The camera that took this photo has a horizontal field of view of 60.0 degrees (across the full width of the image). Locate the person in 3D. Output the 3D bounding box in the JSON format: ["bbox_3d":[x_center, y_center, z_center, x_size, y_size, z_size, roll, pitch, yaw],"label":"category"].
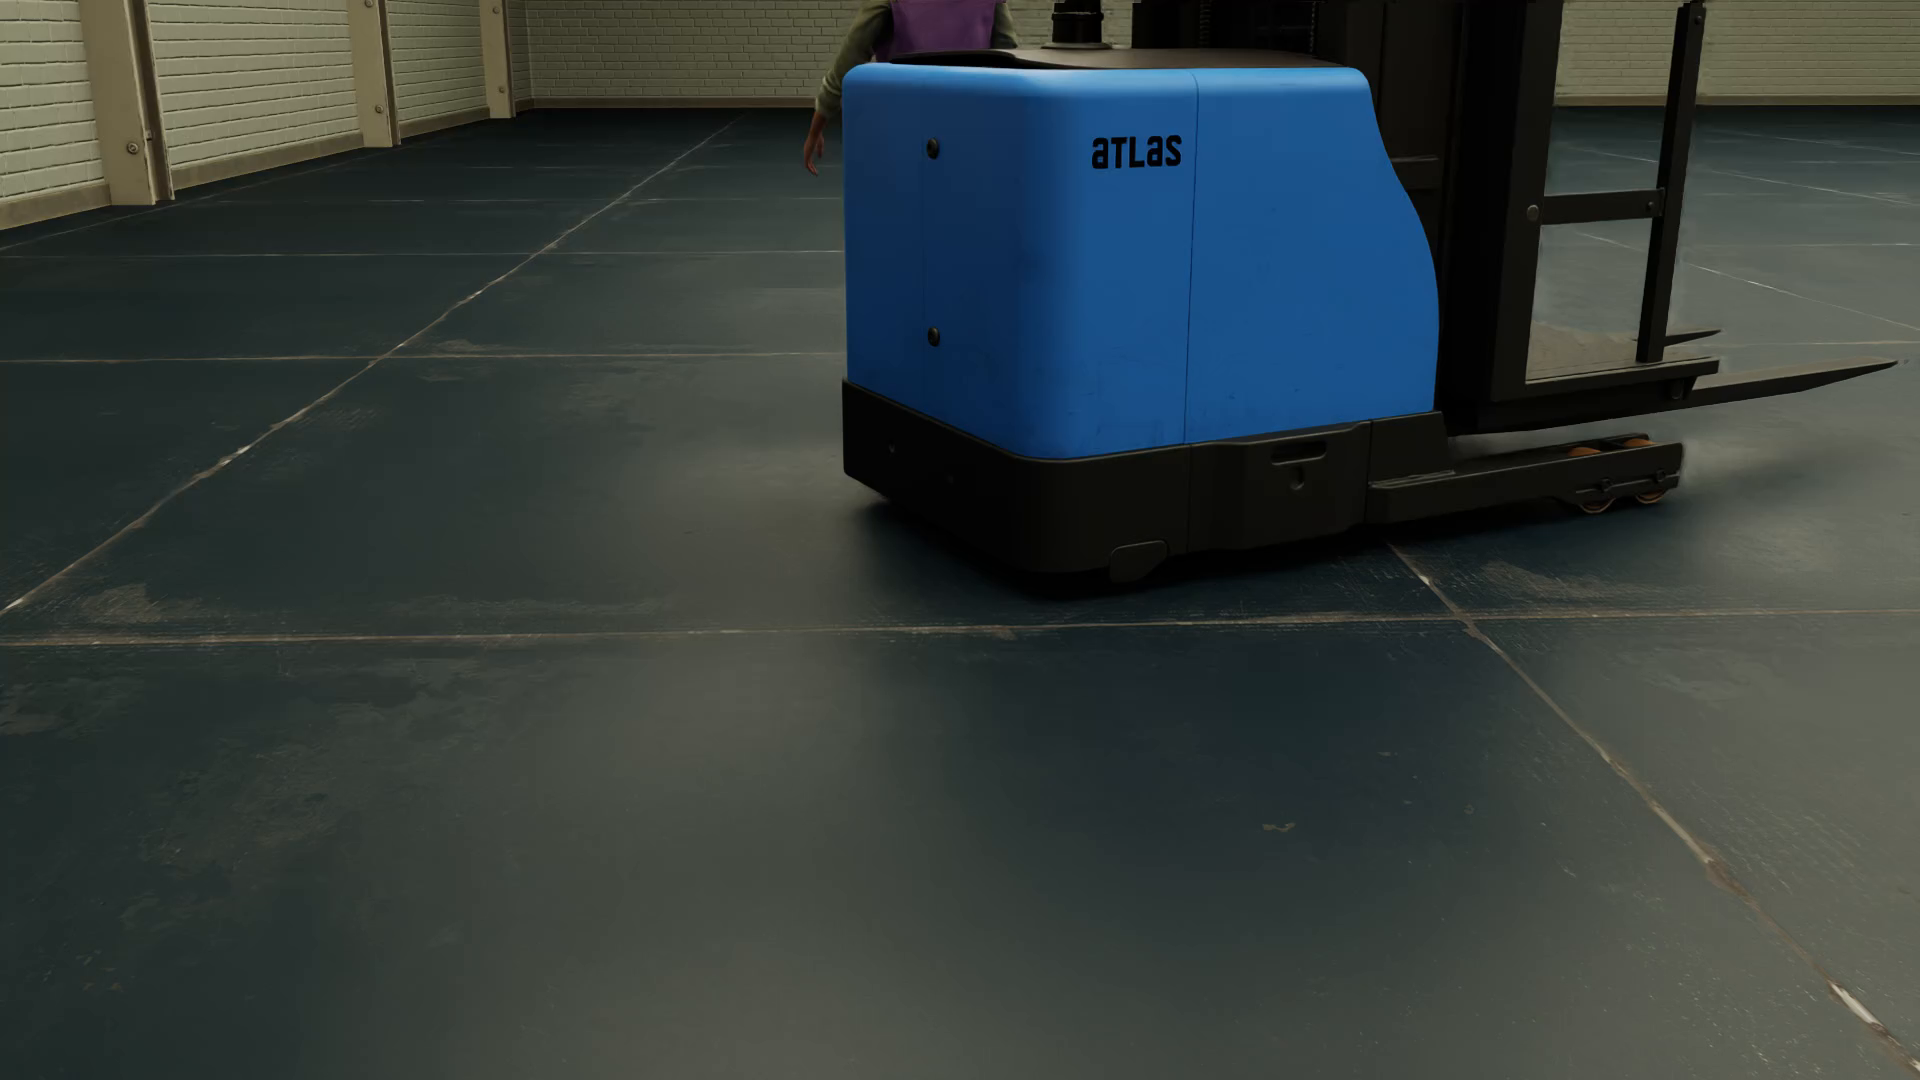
[{"bbox_3d":[-0.077,-1.023,4.712,0.627,1.590,0.799,-9,19,-28],"label":"person"}]

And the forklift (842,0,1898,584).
[{"bbox_3d":[1.251,-1.593,4.115,3.031,2.935,1.130,-9,19,-26],"label":"forklift"}]
